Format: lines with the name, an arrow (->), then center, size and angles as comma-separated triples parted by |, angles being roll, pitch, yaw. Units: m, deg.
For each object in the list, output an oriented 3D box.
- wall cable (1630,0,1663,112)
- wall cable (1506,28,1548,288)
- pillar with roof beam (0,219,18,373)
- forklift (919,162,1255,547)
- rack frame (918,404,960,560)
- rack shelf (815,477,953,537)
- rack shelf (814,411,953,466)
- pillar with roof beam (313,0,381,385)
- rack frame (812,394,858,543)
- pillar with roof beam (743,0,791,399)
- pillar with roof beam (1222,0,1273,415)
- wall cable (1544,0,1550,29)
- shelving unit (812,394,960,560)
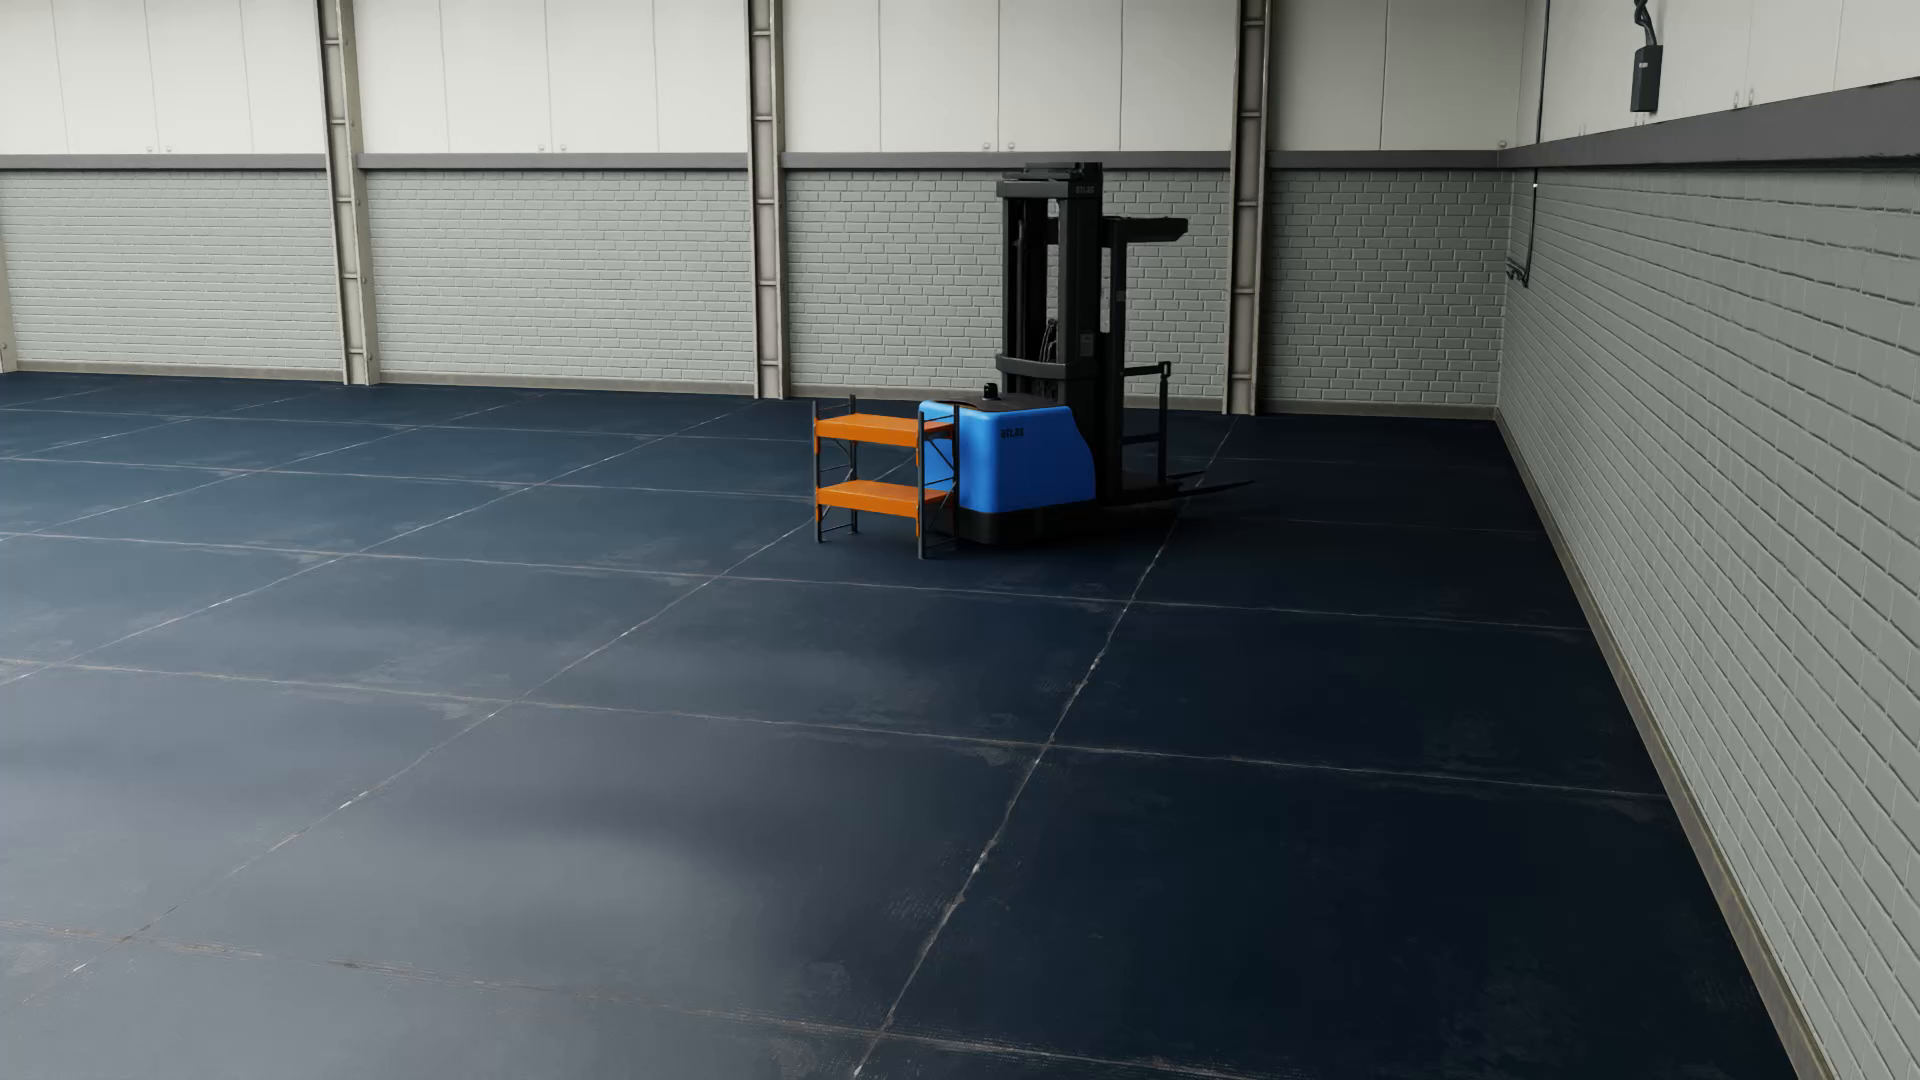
wall cable -> 3.647, -5.168, 7.902 | 0.169, 6.003, 2.305 | 3, 13, 14
wall cable -> 5.937, -3.988, 17.601 | 0.112, 2.526, 3.097 | 3, 13, 14
pillar with roof beam -> -15.113, -5.964, 19.337 | 0.400, 9.000, 9.100 | 3, 13, 14
forklift -> 1.156, -1.601, 13.683 | 3.031, 2.935, 1.130 | -9, 15, -34
rack frame -> -0.157, -0.444, 12.636 | 0.032, 1.125, 0.500 | 9, 15, 34
rack shelf -> -0.573, -0.268, 12.975 | 1.000, 0.278, 0.538 | 9, 15, 34
rack shelf -> -0.573, -0.793, 12.858 | 1.000, 0.278, 0.538 | 9, 15, 34
pillar with roof beam -> -9.288, -5.652, 17.934 | 0.400, 9.000, 9.100 | 3, 13, 14
rack frame -> -0.989, -0.570, 13.207 | 0.032, 1.125, 0.500 | 9, 15, 34
pillar with roof beam -> -3.463, -5.341, 16.530 | 0.400, 9.000, 9.100 | 3, 13, 14
pillar with roof beam -> 2.362, -5.029, 15.127 | 0.400, 9.000, 9.100 | 3, 13, 14
wall cable -> 5.289, -5.885, 14.490 | 0.112, 2.526, 3.097 | 3, 13, 14
shelving unit -> -0.573, -0.507, 12.922 | 1.048, 1.125, 0.538 | 9, 15, 34
